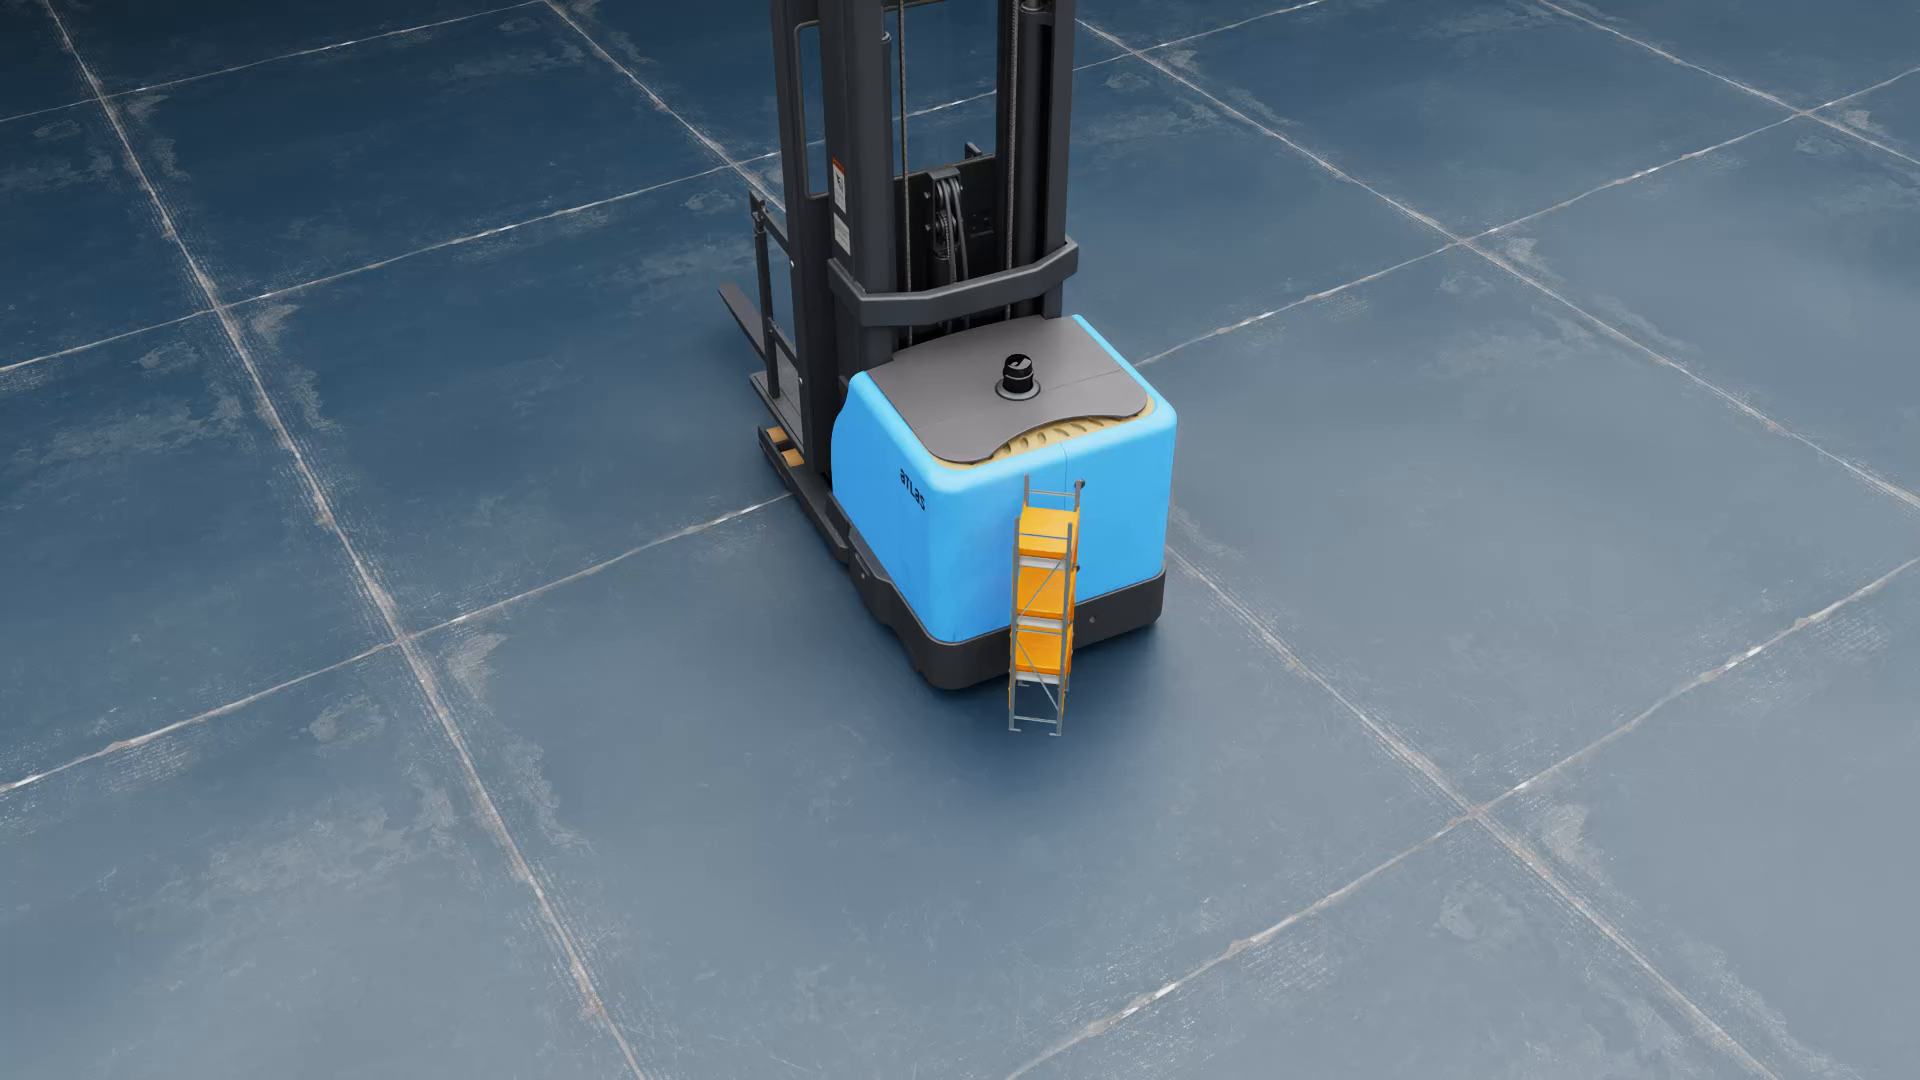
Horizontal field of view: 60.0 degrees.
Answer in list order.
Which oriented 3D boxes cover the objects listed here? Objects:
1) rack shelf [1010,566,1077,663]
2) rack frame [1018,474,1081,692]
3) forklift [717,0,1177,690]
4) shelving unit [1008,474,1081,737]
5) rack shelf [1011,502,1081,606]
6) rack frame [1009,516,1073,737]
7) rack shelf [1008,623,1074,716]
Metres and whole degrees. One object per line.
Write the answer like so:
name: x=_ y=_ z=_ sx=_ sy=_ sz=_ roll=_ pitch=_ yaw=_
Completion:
rack shelf: x=0.307 y=0.266 z=6.127 sx=0.215 sy=0.259 sz=0.240 roll=6 pitch=40 yaw=7
rack frame: x=0.328 y=0.181 z=6.213 sx=0.200 sy=1.050 sz=0.008 roll=6 pitch=40 yaw=7
forklift: x=-0.273 y=-1.485 z=6.743 sx=1.130 sy=2.935 sz=3.031 roll=-17 pitch=43 yaw=-20
shelving unit: x=0.307 y=0.258 z=6.120 sx=0.215 sy=1.050 sz=0.252 roll=6 pitch=40 yaw=7
rack shelf: x=0.307 y=0.048 z=5.945 sx=0.215 sy=0.259 sz=0.240 roll=6 pitch=40 yaw=7
rack frame: x=0.287 y=0.335 z=6.028 sx=0.200 sy=1.050 sz=0.008 roll=6 pitch=40 yaw=7
rack shelf: x=0.307 y=0.480 z=6.305 sx=0.215 sy=0.259 sz=0.240 roll=6 pitch=40 yaw=7
